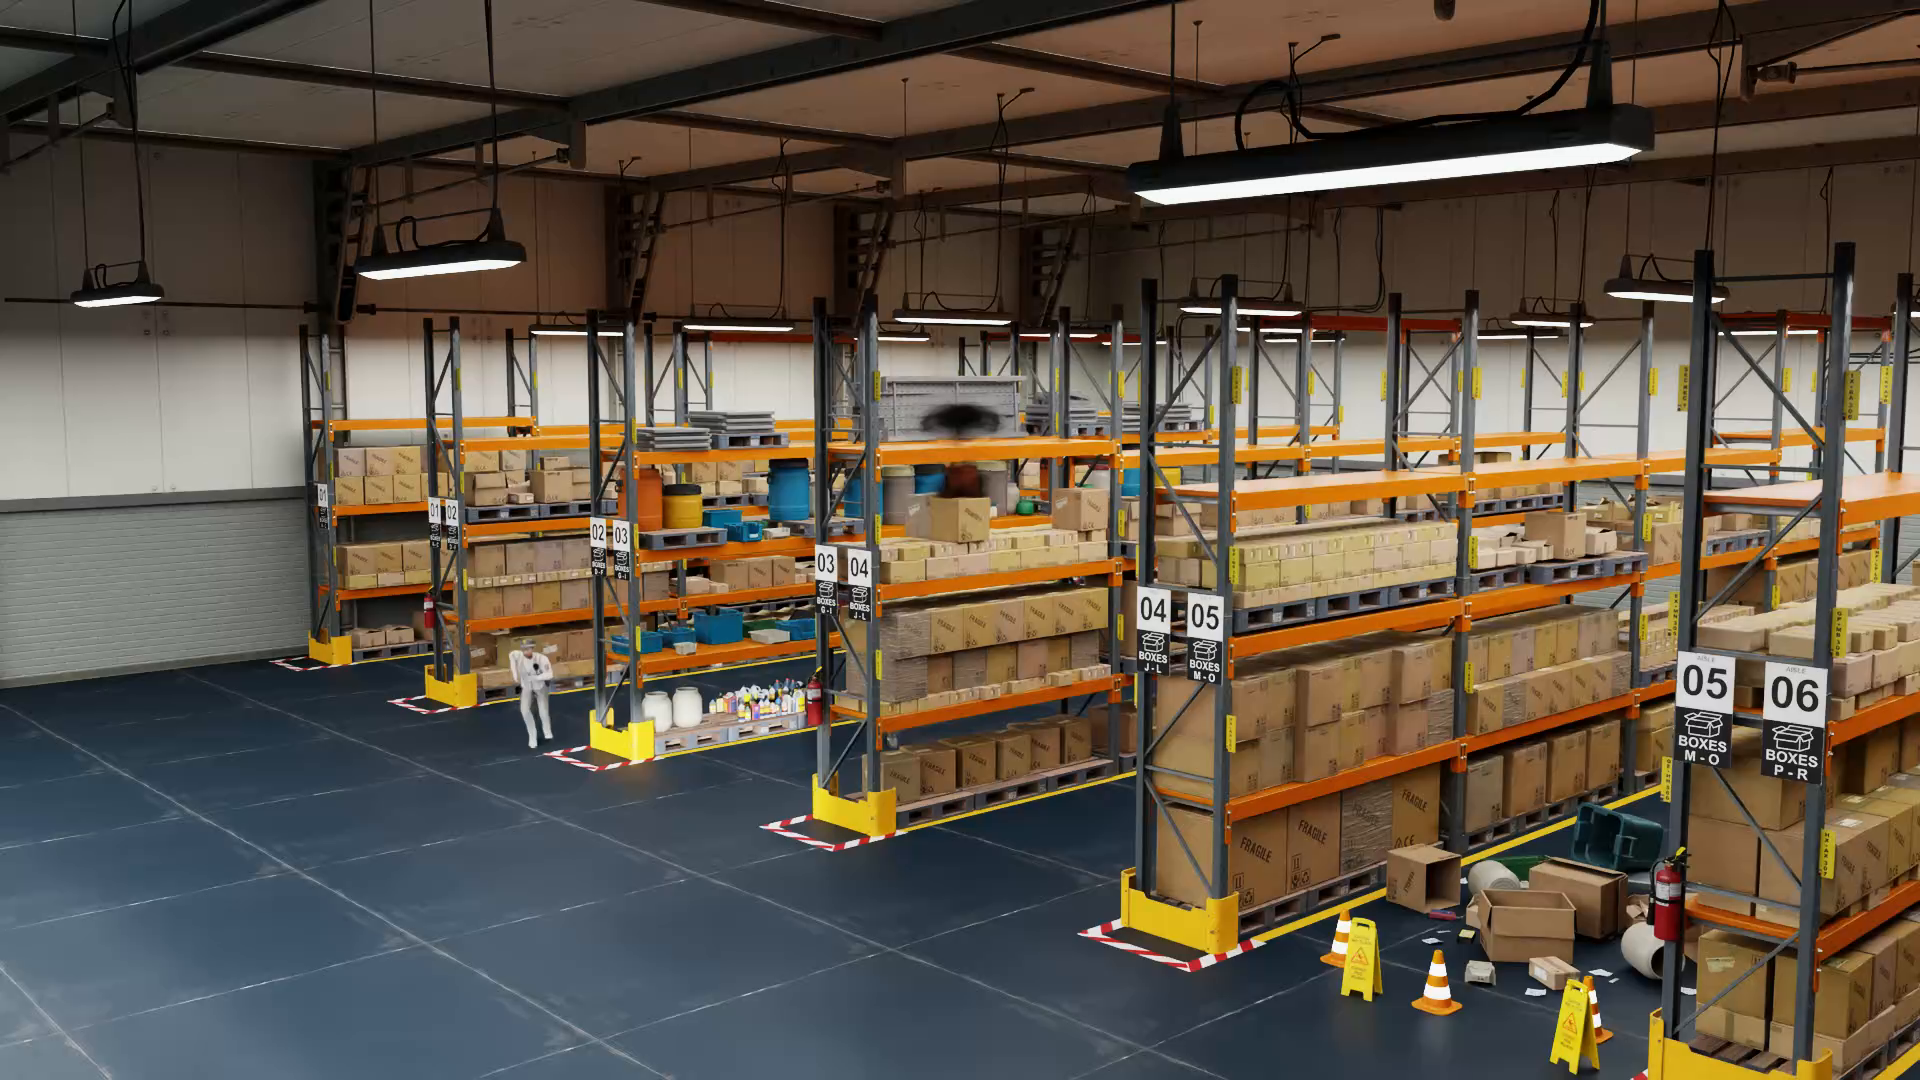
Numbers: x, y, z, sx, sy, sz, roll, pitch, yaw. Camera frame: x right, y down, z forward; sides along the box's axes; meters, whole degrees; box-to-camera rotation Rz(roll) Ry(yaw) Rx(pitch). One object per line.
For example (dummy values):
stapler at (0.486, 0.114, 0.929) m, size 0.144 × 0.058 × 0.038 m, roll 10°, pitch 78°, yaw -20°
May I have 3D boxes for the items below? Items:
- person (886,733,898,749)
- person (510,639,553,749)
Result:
person at (-1.004, 2.047, 23.005) m, size 0.410 × 1.617 × 0.732 m, roll 2°, pitch 6°, yaw 19°
person at (-5.889, 2.094, 22.959) m, size 0.661 × 1.579 × 0.926 m, roll 1°, pitch 6°, yaw 5°
